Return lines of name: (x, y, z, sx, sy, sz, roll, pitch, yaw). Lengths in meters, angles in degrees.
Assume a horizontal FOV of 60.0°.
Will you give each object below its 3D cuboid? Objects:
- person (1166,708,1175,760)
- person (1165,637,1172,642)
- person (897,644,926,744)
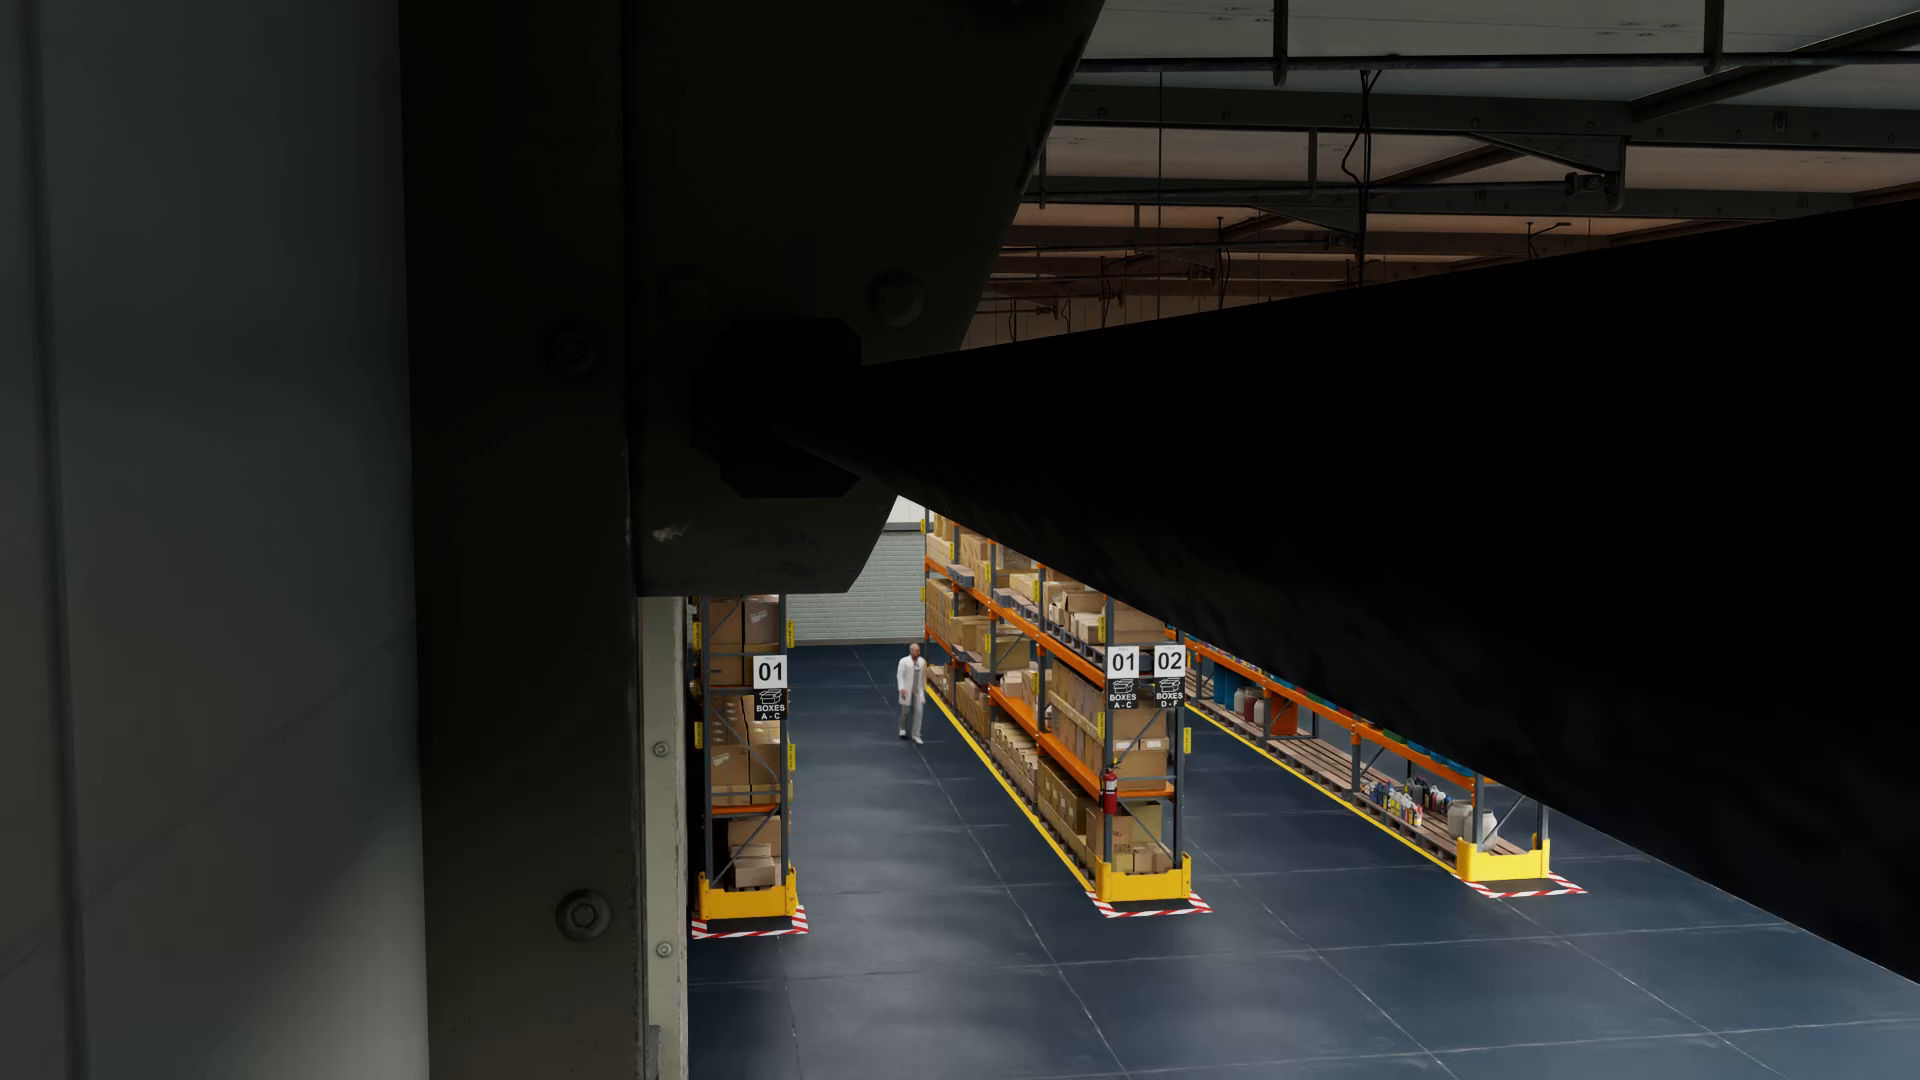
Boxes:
person: (3.586, 3.000, 28.819, 0.464, 1.697, 0.612, -2, 5, -19)
person: (5.045, 1.975, 39.960, 0.467, 1.638, 0.975, -2, 6, -25)
person: (-0.868, 2.795, 30.468, 0.667, 1.789, 0.848, -3, 6, -29)
